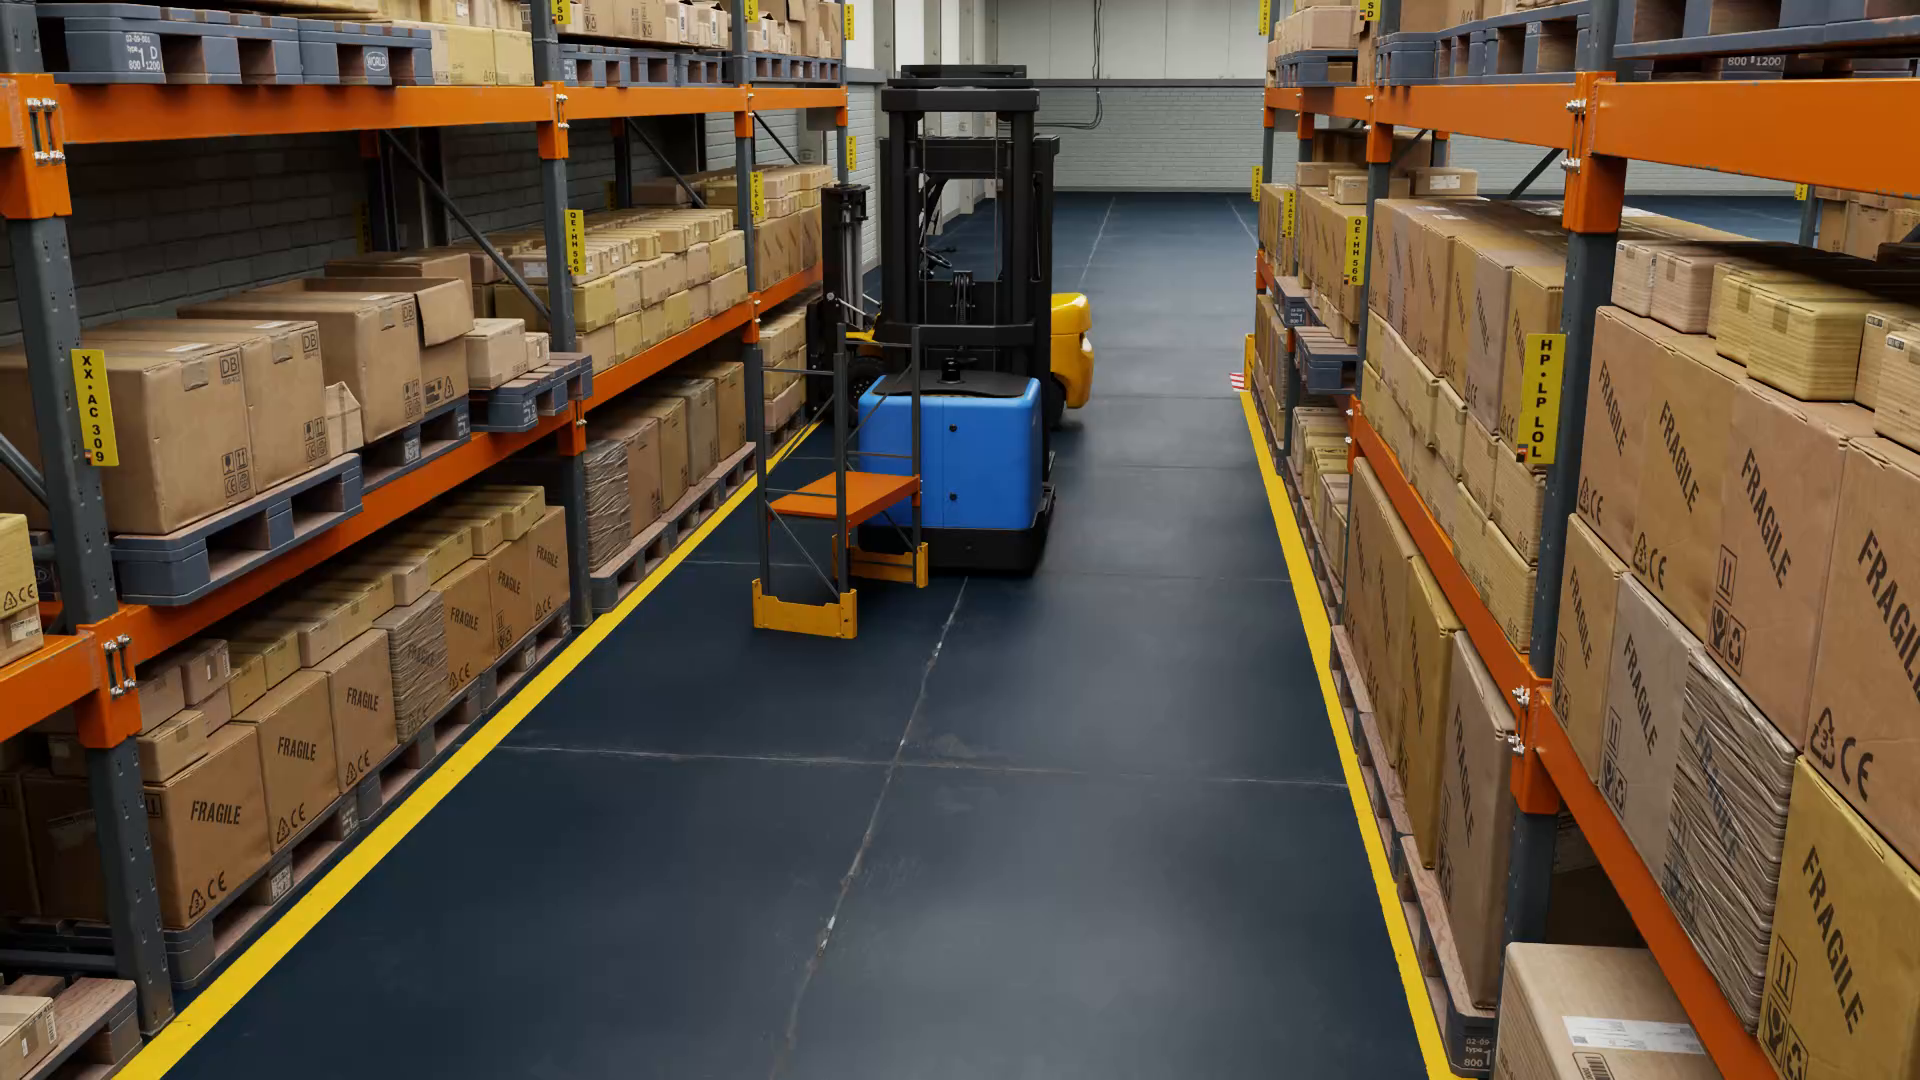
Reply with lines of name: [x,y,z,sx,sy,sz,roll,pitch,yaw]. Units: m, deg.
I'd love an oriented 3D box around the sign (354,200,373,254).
sign: [-3.042,-1.574,8.517,0.100,0.325,0.005,2,15,6]

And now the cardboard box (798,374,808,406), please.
cardboard box: [-1.571,-1.294,14.163,0.500,0.250,0.500,2,15,7]

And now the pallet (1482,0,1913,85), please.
pallet: [2.046,-1.411,4.755,0.805,0.209,1.217,1,15,4]

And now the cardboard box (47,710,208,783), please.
cardboard box: [-2.636,0.644,5.276,0.380,0.149,0.250,2,15,9]

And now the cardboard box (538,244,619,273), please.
cardboard box: [-2.129,-1.571,9.292,0.380,0.149,0.250,2,15,8]

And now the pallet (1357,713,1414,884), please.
pallet: [2.138,1.010,6.523,1.003,0.211,1.213,2,15,6]

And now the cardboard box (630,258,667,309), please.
cardboard box: [-2.062,-1.541,9.944,0.500,0.250,0.500,1,15,5]

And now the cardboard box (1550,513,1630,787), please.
cardboard box: [1.678,0.249,3.802,0.500,0.500,0.500,2,15,8]

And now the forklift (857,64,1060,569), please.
forklift: [0.070,-1.578,10.884,1.130,2.935,3.031,2,15,6]

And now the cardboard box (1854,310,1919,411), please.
cardboard box: [1.603,-0.254,2.504,0.380,0.149,0.250,2,15,6]

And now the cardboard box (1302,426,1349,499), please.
cardboard box: [2.759,-0.503,11.005,0.950,0.372,0.625,3,15,10]

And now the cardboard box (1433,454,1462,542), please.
cardboard box: [1.926,-0.130,5.684,0.500,0.250,0.500,1,15,5]

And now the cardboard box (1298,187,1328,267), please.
cardboard box: [2.500,-2.043,10.905,0.500,0.500,0.500,2,15,6]

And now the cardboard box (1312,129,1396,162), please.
cardboard box: [3.440,-3.333,14.566,0.700,0.500,0.500,2,15,7]

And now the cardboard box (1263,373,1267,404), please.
cardboard box: [2.865,-1.329,14.294,0.500,0.250,0.500,3,15,10]

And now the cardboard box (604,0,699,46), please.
cardboard box: [-1.965,-3.299,10.543,0.500,0.311,0.500,1,15,4]

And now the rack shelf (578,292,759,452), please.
rack shelf: [-2.264,-1.171,10.623,1.077,0.370,4.000,2,15,6]

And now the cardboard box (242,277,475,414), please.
cardboard box: [-2.490,-0.823,6.957,0.797,0.503,0.637,1,15,5]

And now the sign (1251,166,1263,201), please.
sign: [2.806,-3.363,15.693,0.100,0.325,0.005,2,15,6]

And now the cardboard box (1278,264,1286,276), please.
cardboard box: [2.739,-2.126,13.259,0.380,0.149,0.250,1,15,5]

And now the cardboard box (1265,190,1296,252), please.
cardboard box: [2.905,-2.739,14.285,0.500,0.500,0.500,1,15,5]

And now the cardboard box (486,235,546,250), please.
cardboard box: [-2.581,-1.719,9.837,0.380,0.149,0.250,2,15,6]

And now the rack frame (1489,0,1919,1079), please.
rack frame: [1.988,0.183,4.237,0.949,2.616,0.053,2,15,6]

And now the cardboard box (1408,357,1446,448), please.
cardboard box: [1.942,-0.505,6.111,0.500,0.250,0.500,2,15,7]

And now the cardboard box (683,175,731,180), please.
cardboard box: [-2.126,-2.964,13.875,0.380,0.149,0.250,2,15,6]

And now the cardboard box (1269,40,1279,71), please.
cardboard box: [2.957,-4.195,14.401,0.500,0.250,0.500,1,15,5]

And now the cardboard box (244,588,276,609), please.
cardboard box: [-3.024,0.223,6.831,0.380,0.149,0.250,1,15,4]

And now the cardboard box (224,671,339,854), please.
cardboard box: [-2.613,0.785,5.997,0.500,0.500,0.500,1,15,6]

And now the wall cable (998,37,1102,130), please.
wall cable: [2.470,-12.823,46.793,3.097,2.526,0.112,2,15,6]

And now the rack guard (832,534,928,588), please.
rack guard: [-0.469,0.121,9.734,0.587,0.250,0.087,6,16,20]

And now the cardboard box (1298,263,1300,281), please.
cardboard box: [2.518,-1.839,11.392,0.380,0.149,0.250,2,15,7]

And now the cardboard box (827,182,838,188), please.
cardboard box: [-1.347,-3.270,15.575,0.380,0.149,0.250,2,15,7]

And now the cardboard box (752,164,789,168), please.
cardboard box: [-1.837,-3.498,15.849,0.380,0.149,0.250,1,15,5]

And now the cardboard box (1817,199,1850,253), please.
cardboard box: [8.278,-2.784,14.924,0.875,0.550,0.550,2,15,6]

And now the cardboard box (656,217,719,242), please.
cardboard box: [-1.845,-2.101,11.253,0.380,0.149,0.250,1,15,5]

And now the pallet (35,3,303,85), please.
pallet: [-2.798,-1.486,5.025,1.213,0.211,1.003,2,15,6]

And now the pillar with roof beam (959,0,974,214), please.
pillar with roof beam: [4.424,-11.914,37.482,9.100,9.000,0.400,2,15,6]

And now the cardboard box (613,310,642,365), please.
cardboard box: [-2.135,-1.165,9.511,0.500,0.250,0.500,1,15,5]

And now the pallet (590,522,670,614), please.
pallet: [-2.358,0.135,9.760,1.003,0.211,1.213,2,15,6]

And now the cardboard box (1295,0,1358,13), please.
cardboard box: [2.383,-3.442,10.422,0.500,0.250,0.500,1,15,5]

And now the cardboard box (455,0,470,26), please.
cardboard box: [-2.394,-2.334,7.325,0.380,0.149,0.250,2,15,8]

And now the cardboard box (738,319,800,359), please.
cardboard box: [-1.604,-1.643,13.540,0.500,0.250,0.500,2,15,6]

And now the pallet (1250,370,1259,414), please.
pallet: [3.210,-1.353,15.263,1.003,0.211,1.213,2,15,6]

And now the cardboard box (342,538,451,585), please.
cardboard box: [-2.470,0.098,7.296,0.380,0.149,0.250,1,15,5]

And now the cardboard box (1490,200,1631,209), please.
cardboard box: [2.644,-1.243,7.406,0.500,0.500,0.500,1,15,5]

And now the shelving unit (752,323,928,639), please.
shelving unit: [-0.648,-0.361,9.122,0.587,1.500,1.083,6,16,20]

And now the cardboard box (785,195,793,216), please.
cardboard box: [-1.579,-2.738,13.608,0.380,0.149,0.250,2,15,6]

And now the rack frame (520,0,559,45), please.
rack frame: [-2.490,-3.895,7.828,1.000,3.000,0.127,2,15,6]

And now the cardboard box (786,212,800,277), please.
cardboard box: [-1.631,-2.459,13.819,0.500,0.500,0.500,2,15,6]

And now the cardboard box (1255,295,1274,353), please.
cardboard box: [2.977,-1.959,15.187,0.500,0.500,0.500,1,15,4]

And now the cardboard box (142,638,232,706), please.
cardboard box: [-2.655,0.431,5.492,0.380,0.149,0.250,1,15,4]

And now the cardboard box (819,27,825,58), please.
cardboard box: [-1.408,-4.419,14.771,0.396,0.266,0.258,2,15,6]

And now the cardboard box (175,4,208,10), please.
cardboard box: [-2.919,-1.960,5.901,0.380,0.149,0.250,2,15,7]

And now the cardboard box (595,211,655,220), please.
cardboard box: [-2.374,-2.245,11.784,0.380,0.149,0.250,1,15,4]

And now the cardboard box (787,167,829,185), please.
cardboard box: [-1.418,-3.346,15.287,0.380,0.149,0.250,2,15,8]

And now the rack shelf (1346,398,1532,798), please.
rack shelf: [2.217,0.012,6.249,1.077,0.370,4.000,2,15,6]

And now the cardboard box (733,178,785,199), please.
cardboard box: [-1.617,-2.816,13.326,0.380,0.149,0.250,2,15,8]

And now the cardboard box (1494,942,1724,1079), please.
cardboard box: [1.814,1.377,3.926,0.875,0.438,0.875,1,15,5]
